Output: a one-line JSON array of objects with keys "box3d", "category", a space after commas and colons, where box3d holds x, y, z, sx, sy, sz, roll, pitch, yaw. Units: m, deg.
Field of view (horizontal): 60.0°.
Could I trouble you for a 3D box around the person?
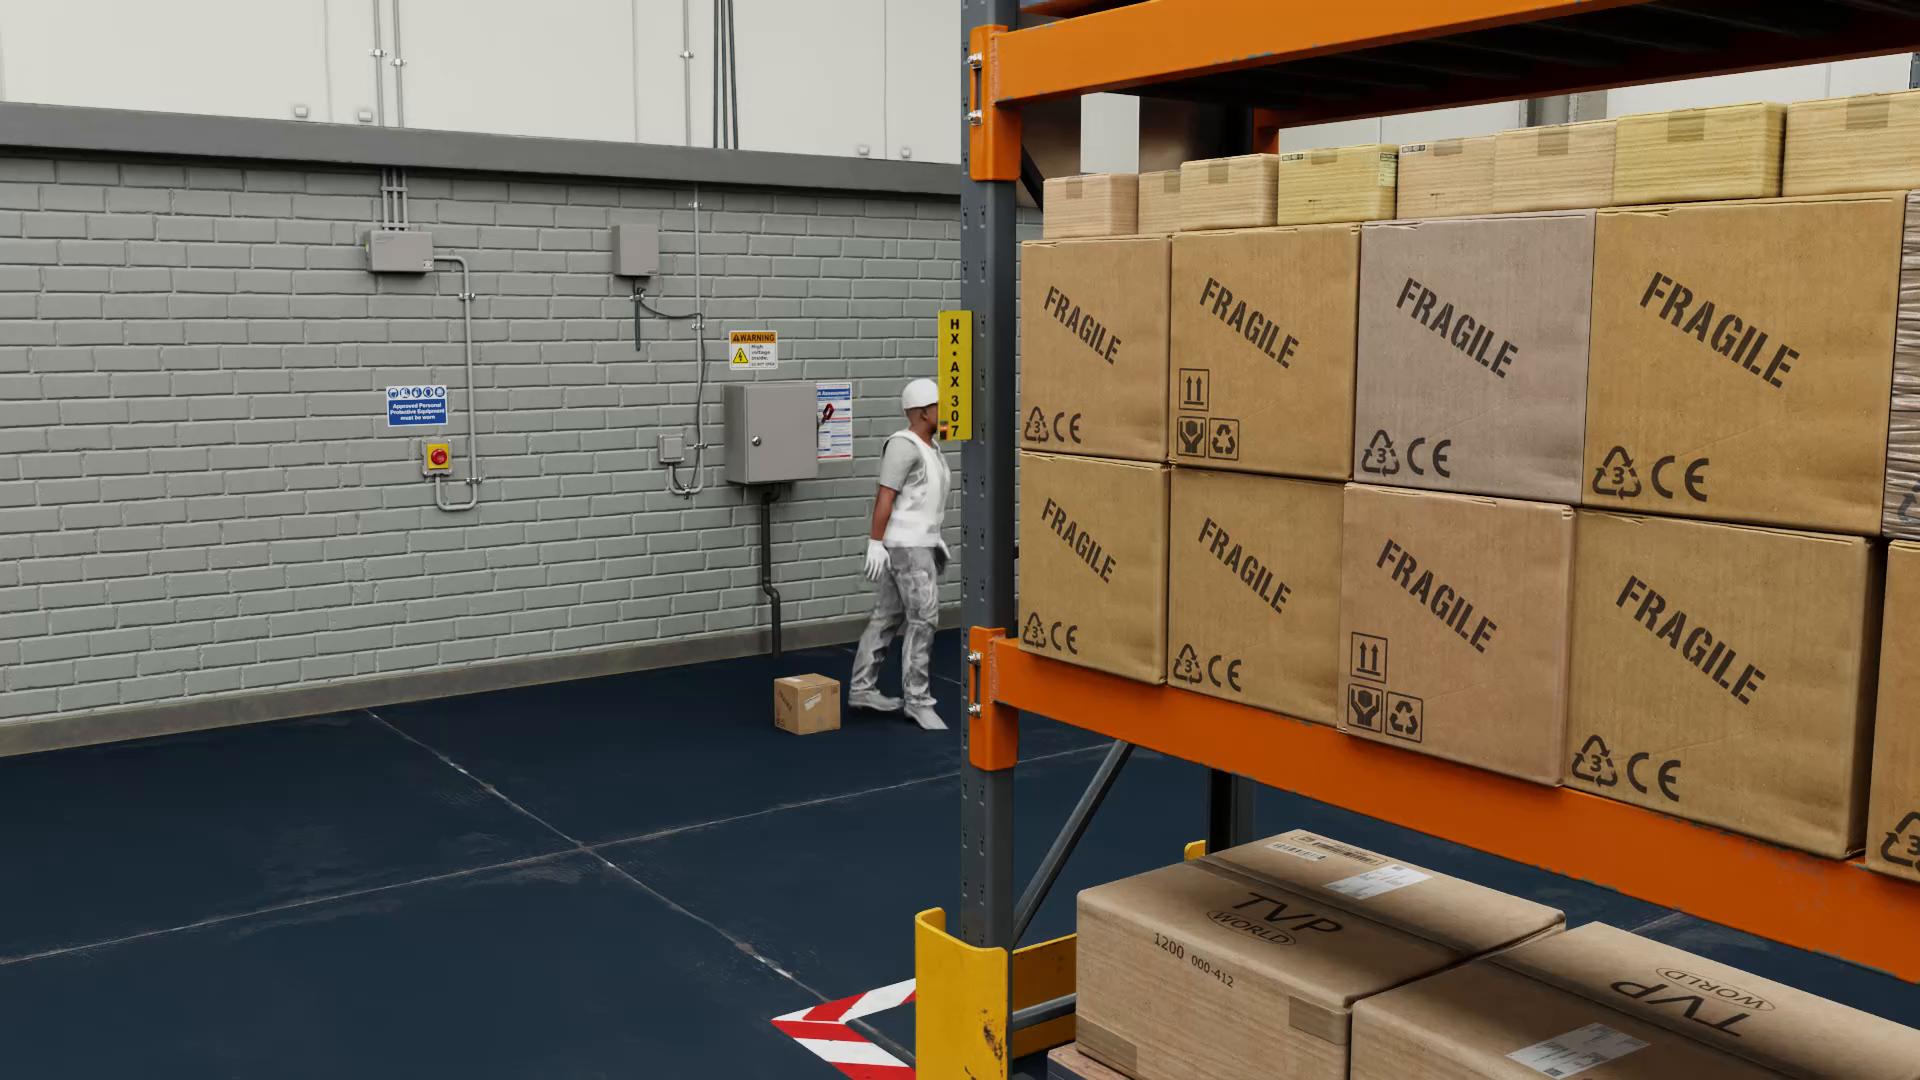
[{"box3d": [-0.318, 0.072, 8.794, 0.562, 1.840, 0.585, 1, 8, 4], "category": "person"}]
